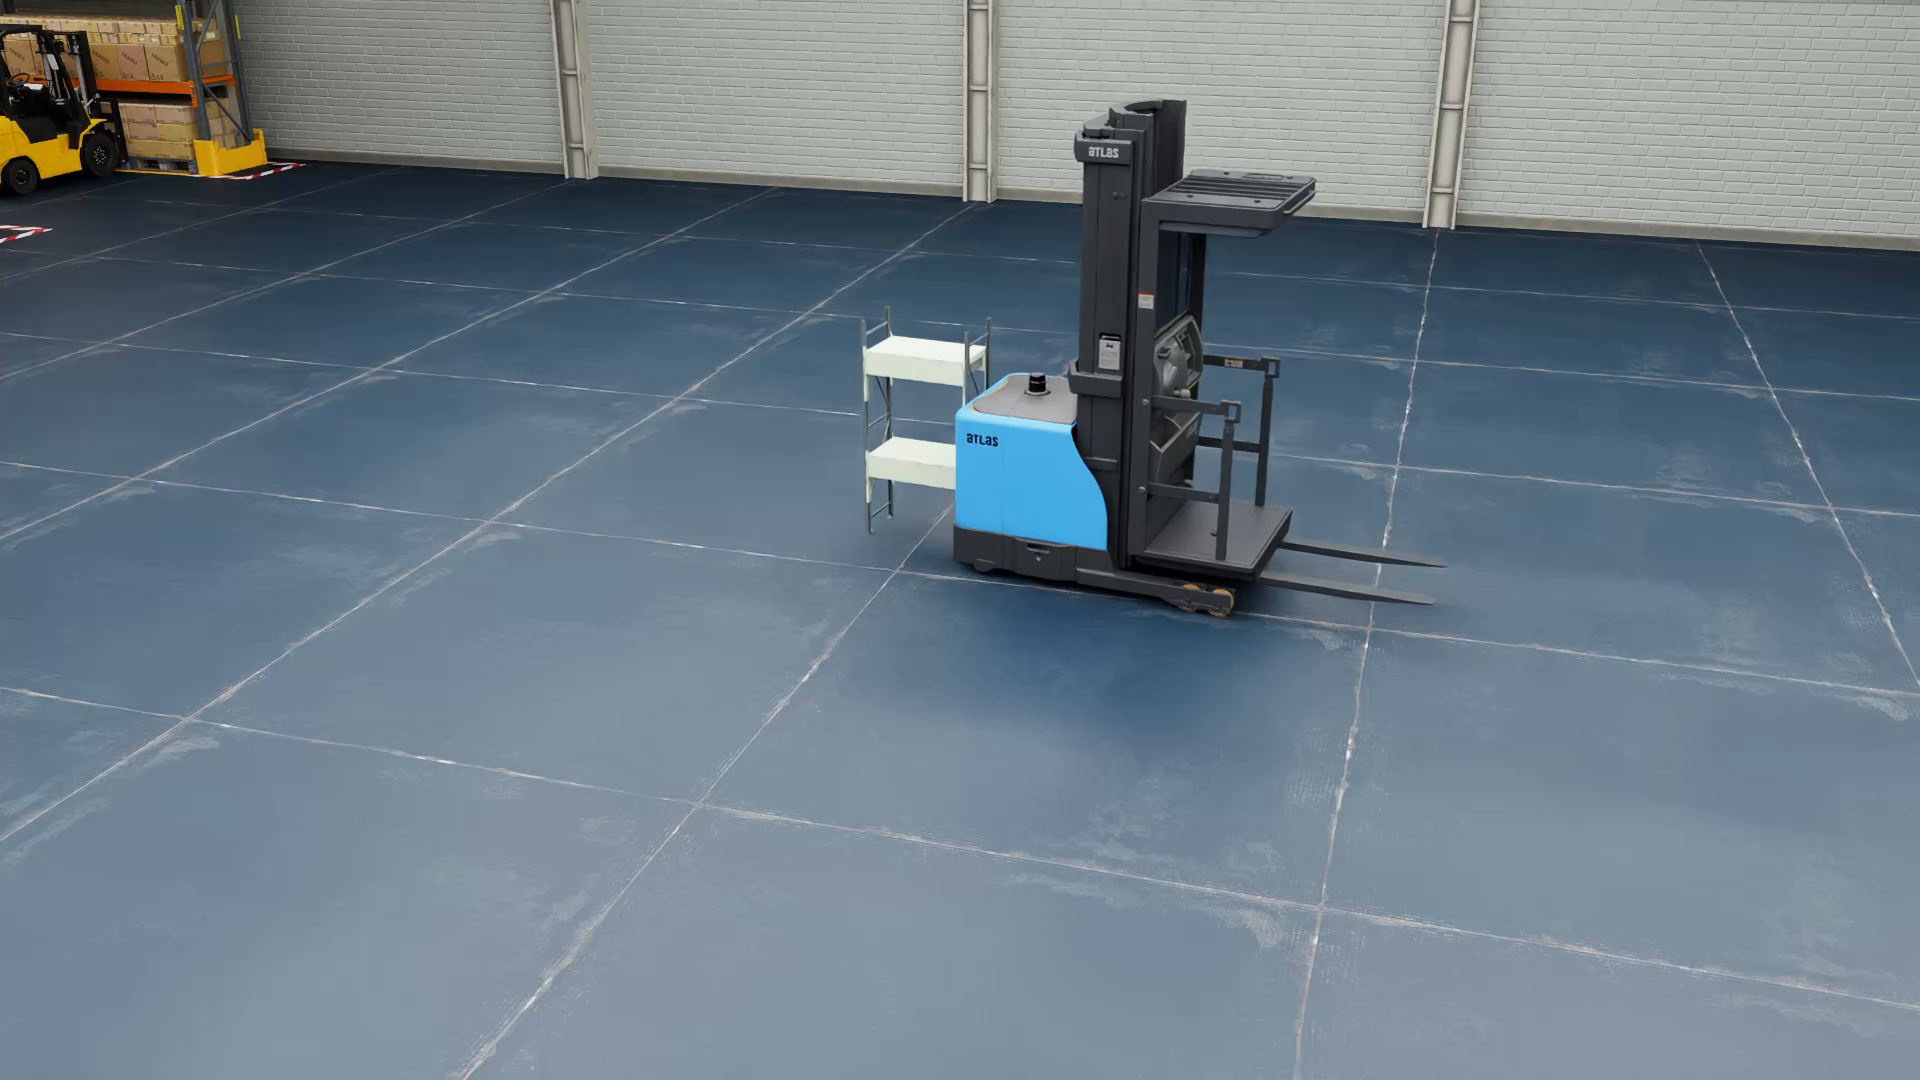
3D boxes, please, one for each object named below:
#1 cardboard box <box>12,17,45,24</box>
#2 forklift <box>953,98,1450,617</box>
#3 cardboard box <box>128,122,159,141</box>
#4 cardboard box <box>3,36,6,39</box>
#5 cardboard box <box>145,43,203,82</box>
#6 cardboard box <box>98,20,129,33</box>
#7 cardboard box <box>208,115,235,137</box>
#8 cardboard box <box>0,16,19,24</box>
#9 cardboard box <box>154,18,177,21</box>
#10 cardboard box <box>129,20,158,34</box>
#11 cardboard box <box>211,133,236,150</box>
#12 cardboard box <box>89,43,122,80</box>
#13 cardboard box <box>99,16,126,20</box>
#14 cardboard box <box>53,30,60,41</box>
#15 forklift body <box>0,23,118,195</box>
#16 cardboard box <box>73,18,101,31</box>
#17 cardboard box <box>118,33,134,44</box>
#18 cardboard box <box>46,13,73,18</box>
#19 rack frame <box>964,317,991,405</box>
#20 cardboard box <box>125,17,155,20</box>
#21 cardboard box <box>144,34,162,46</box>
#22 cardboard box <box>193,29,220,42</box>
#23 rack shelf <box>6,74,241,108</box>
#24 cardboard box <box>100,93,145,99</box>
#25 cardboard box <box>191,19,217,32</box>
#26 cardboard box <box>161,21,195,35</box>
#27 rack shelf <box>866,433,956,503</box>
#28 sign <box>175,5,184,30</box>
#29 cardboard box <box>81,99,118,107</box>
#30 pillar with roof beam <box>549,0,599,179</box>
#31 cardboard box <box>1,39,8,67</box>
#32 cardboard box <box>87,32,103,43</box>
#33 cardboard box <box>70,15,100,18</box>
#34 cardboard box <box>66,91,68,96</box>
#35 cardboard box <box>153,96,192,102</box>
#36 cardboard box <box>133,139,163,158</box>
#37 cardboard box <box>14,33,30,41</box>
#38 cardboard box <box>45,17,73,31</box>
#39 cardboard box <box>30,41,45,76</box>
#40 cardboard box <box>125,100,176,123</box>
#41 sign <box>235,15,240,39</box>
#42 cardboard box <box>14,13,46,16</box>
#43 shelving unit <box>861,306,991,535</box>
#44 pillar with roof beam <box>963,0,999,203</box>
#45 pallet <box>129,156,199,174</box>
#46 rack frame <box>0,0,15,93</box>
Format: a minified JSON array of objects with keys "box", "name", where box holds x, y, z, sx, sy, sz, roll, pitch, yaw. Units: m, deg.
[{"box":[-13.681,-7.596,24.458,0.250,0.149,0.380,7,23,17],"name":"cardboard box"},{"box":[1.522,-1.117,10.131,3.031,2.935,1.130,9,24,21],"name":"forklift"},{"box":[-11.844,-6.055,24.490,0.500,0.250,0.500,6,23,15],"name":"cardboard box"},{"box":[-14.163,-7.529,24.687,0.250,0.149,0.380,7,23,17],"name":"cardboard box"},{"box":[-11.358,-6.908,24.026,0.500,0.500,0.500,6,23,14],"name":"cardboard box"},{"box":[-12.217,-7.427,24.044,0.250,0.149,0.380,7,23,17],"name":"cardboard box"},{"box":[-11.201,-6.183,24.803,0.500,0.250,0.500,7,23,16],"name":"cardboard box"},{"box":[-14.139,-7.693,24.694,0.250,0.149,0.380,7,23,16],"name":"cardboard box"},{"box":[-11.569,-7.566,24.384,0.250,0.149,0.380,7,23,17],"name":"cardboard box"},{"box":[-11.718,-7.384,23.941,0.250,0.149,0.380,7,23,17],"name":"cardboard box"},{"box":[-11.225,-5.950,24.892,0.500,0.250,0.500,7,23,16],"name":"cardboard box"},{"box":[-12.343,-7.024,24.309,0.500,0.500,0.500,6,23,14],"name":"cardboard box"},{"box":[-12.543,-7.681,24.665,0.250,0.149,0.380,7,23,16],"name":"cardboard box"},{"box":[-13.194,-7.406,24.387,0.250,0.149,0.380,6,23,14],"name":"cardboard box"},{"box":[-13.153,-6.055,23.198,1.214,2.155,2.313,7,23,16],"name":"forklift body"},{"box":[-12.685,-7.516,24.261,0.250,0.149,0.380,7,23,16],"name":"cardboard box"},{"box":[-11.942,-7.285,24.090,0.250,0.149,0.380,6,23,15],"name":"cardboard box"},{"box":[-13.504,-7.829,25.024,0.250,0.149,0.380,6,23,14],"name":"cardboard box"},{"box":[0.116,-0.691,10.978,0.023,1.500,0.400,9,24,21],"name":"rack frame"},{"box":[-12.061,-7.618,24.512,0.250,0.149,0.380,7,23,17],"name":"cardboard box"},{"box":[-11.477,-7.203,23.890,0.250,0.149,0.380,7,23,16],"name":"cardboard box"},{"box":[-11.061,-7.381,24.324,0.250,0.149,0.380,6,23,14],"name":"cardboard box"},{"box":[-12.726,-6.789,24.817,4.000,0.370,1.077,7,23,16],"name":"rack shelf"},{"box":[-12.660,-6.580,25.111,0.500,0.250,0.500,6,23,14],"name":"cardboard box"},{"box":[-11.071,-7.501,24.226,0.250,0.149,0.380,6,23,14],"name":"cardboard box"},{"box":[-11.215,-7.350,23.856,0.250,0.149,0.380,7,23,16],"name":"cardboard box"},{"box":[-0.220,-0.444,11.234,0.720,0.370,0.431,9,24,21],"name":"rack shelf"},{"box":[-10.981,-7.352,23.404,0.005,0.325,0.100,7,23,16],"name":"sign"},{"box":[-12.801,-6.389,24.644,0.500,0.250,0.500,6,23,14],"name":"cardboard box"},{"box":[-6.717,-7.860,18.575,0.400,9.000,9.100,7,23,16],"name":"pillar with roof beam"},{"box":[-14.291,-7.244,24.846,0.500,0.500,0.500,6,23,14],"name":"cardboard box"},{"box":[-12.459,-7.317,24.169,0.250,0.149,0.380,7,23,16],"name":"cardboard box"},{"box":[-13.031,-7.748,24.828,0.250,0.149,0.380,6,23,15],"name":"cardboard box"},{"box":[-13.624,-6.692,25.385,0.500,0.250,0.500,6,23,15],"name":"cardboard box"},{"box":[-11.696,-6.462,24.825,0.500,0.250,0.500,7,23,16],"name":"cardboard box"},{"box":[-11.826,-5.820,24.575,0.500,0.250,0.500,7,23,15],"name":"cardboard box"},{"box":[-13.691,-7.457,24.510,0.250,0.149,0.380,7,23,17],"name":"cardboard box"},{"box":[-13.165,-7.570,24.394,0.250,0.149,0.380,6,23,15],"name":"cardboard box"},{"box":[-13.303,-7.138,24.587,0.500,0.500,0.500,6,23,15],"name":"cardboard box"},{"box":[-11.833,-6.279,24.376,0.500,0.250,0.500,7,23,16],"name":"cardboard box"},{"box":[-10.645,-7.541,24.456,0.005,0.325,0.100,7,23,16],"name":"sign"},{"box":[-14.019,-7.858,25.095,0.250,0.149,0.380,6,23,14],"name":"cardboard box"},{"box":[-0.220,-0.745,11.111,0.755,1.500,0.431,9,24,21],"name":"shelving unit"},{"box":[-0.972,-7.203,16.972,0.400,9.000,9.100,7,23,16],"name":"pillar with roof beam"},{"box":[-11.555,-5.681,24.842,1.213,0.211,1.003,7,23,16],"name":"pallet"},{"box":[-14.641,-7.341,25.215,0.127,3.000,1.000,7,23,16],"name":"rack frame"}]
